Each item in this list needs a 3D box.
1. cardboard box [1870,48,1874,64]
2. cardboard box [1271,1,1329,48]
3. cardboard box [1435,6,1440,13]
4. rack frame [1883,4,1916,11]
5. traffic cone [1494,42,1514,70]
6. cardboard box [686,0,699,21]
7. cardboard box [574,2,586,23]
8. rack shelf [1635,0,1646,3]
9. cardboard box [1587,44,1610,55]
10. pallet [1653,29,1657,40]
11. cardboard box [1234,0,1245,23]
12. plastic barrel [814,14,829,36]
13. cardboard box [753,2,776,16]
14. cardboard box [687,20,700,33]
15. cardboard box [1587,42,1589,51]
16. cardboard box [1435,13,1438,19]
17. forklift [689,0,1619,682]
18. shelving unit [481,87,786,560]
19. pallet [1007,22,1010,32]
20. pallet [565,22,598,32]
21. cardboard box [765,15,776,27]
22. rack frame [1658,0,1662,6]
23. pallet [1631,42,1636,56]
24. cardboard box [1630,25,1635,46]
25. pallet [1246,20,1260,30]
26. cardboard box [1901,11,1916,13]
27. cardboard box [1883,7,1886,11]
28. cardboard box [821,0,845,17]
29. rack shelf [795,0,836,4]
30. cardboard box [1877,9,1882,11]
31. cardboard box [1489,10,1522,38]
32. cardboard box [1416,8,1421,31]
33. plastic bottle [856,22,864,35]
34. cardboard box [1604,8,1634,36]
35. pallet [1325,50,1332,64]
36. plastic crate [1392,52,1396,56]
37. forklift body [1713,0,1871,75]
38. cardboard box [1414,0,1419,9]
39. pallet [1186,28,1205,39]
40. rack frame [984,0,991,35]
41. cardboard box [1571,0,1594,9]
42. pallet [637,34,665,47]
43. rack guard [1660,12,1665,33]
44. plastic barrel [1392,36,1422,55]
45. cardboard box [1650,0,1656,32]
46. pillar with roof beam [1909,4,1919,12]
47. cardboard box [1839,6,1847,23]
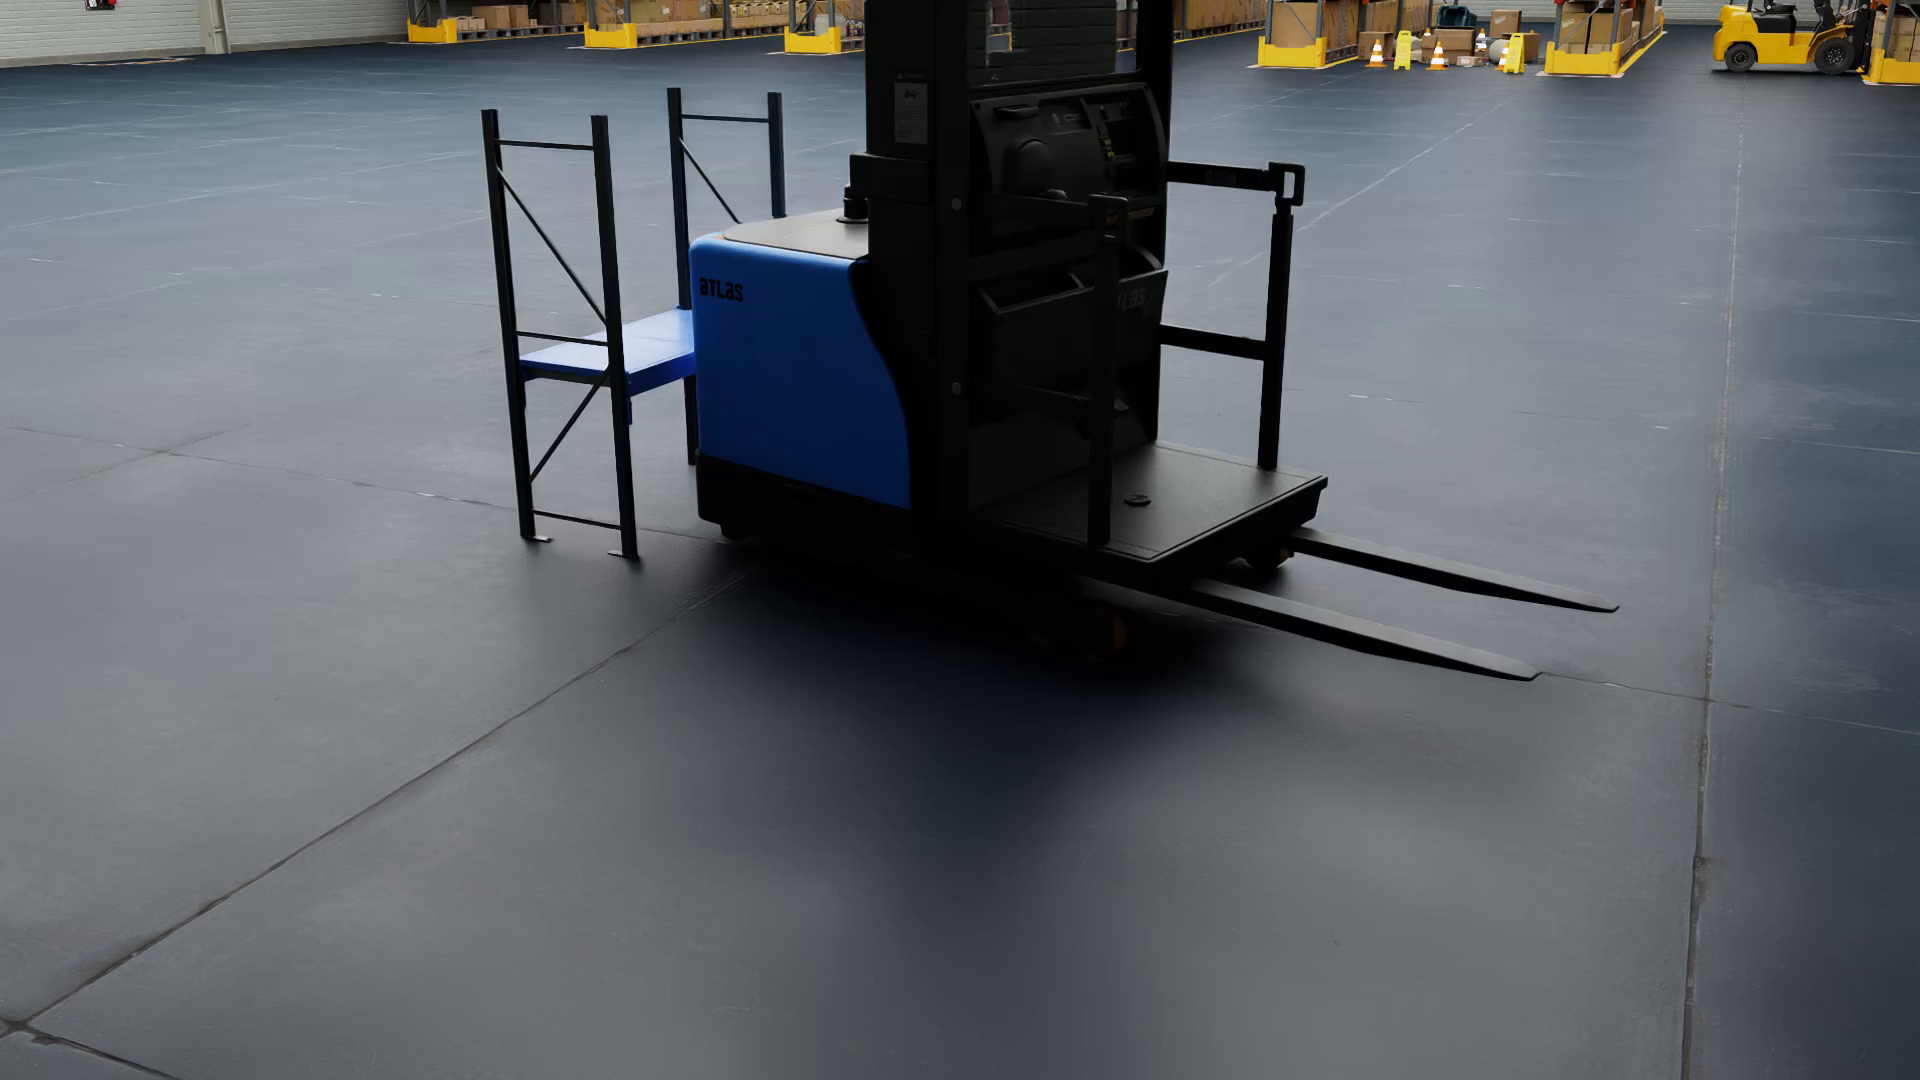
[{"bbox_3d":[15.201,-7.910,27.212,0.500,0.250,0.500,9,21,23],"label":"cardboard box"},{"bbox_3d":[6.215,-9.412,30.501,0.875,0.875,0.875,9,21,23],"label":"cardboard box"},{"bbox_3d":[11.732,-13.188,41.316,0.380,0.149,0.250,9,21,24],"label":"cardboard box"},{"bbox_3d":[18.361,-11.116,32.749,1.000,3.000,0.127,9,21,23],"label":"rack frame"},{"bbox_3d":[9.554,-8.464,29.077,0.336,0.463,0.334,9,21,23],"label":"traffic cone"},{"bbox_3d":[-6.291,-12.073,37.797,0.500,0.500,0.500,9,21,23],"label":"cardboard box"},{"bbox_3d":[-9.953,-13.394,42.227,0.700,0.500,0.500,8,21,22],"label":"cardboard box"},{"bbox_3d":[13.012,-10.846,33.062,1.077,0.370,4.000,9,21,23],"label":"rack shelf"},{"bbox_3d":[11.137,-8.461,28.761,0.500,0.250,0.500,8,21,22],"label":"cardboard box"},{"bbox_3d":[15.852,-11.927,39.190,1.003,0.211,1.213,9,21,23],"label":"pallet"},{"bbox_3d":[6.771,-13.766,42.745,0.875,0.875,0.875,9,21,23],"label":"cardboard box"},{"bbox_3d":[-2.805,-10.627,34.460,0.421,0.512,0.421,0,20,0],"label":"plastic barrel"},{"bbox_3d":[-4.859,-13.022,40.749,0.500,0.311,0.500,9,22,24],"label":"cardboard box"},{"bbox_3d":[-6.280,-11.718,37.917,0.500,0.250,0.500,9,21,23],"label":"cardboard box"},{"bbox_3d":[10.860,-8.694,29.415,0.500,0.250,0.500,9,21,23],"label":"cardboard box"},{"bbox_3d":[11.688,-13.061,41.401,0.380,0.149,0.250,10,22,25],"label":"cardboard box"},{"bbox_3d":[0.514,-1.218,5.020,3.031,2.935,1.130,15,25,37],"label":"forklift"},{"bbox_3d":[-1.121,-0.833,6.074,0.538,1.500,1.048,10,22,25],"label":"shelving unit"},{"bbox_3d":[1.057,-13.140,42.601,1.003,0.211,1.213,9,21,23],"label":"pallet"},{"bbox_3d":[-9.589,-13.271,42.969,1.003,0.211,1.213,9,21,23],"label":"pallet"},{"bbox_3d":[-4.864,-12.755,40.835,0.500,0.250,0.500,9,21,24],"label":"cardboard box"},{"bbox_3d":[17.107,-14.241,41.537,1.000,3.000,0.127,9,21,23],"label":"rack frame"},{"bbox_3d":[13.009,-9.872,33.412,1.003,0.211,1.213,9,21,23],"label":"pallet"},{"bbox_3d":[12.697,-9.914,32.664,0.950,0.372,0.625,10,22,26],"label":"cardboard box"},{"bbox_3d":[7.309,-13.661,44.066,1.003,0.211,1.213,9,21,23],"label":"pallet"},{"bbox_3d":[16.698,-9.090,29.036,0.500,0.250,0.500,9,21,24],"label":"cardboard box"},{"bbox_3d":[19.339,-10.961,34.449,0.380,0.149,0.250,9,21,23],"label":"cardboard box"},{"bbox_3d":[-3.380,-13.959,43.817,0.500,0.500,0.500,8,21,22],"label":"cardboard box"},{"bbox_3d":[-2.186,-11.662,35.358,1.077,0.370,4.000,9,21,23],"label":"rack shelf"},{"bbox_3d":[18.332,-10.627,33.511,0.380,0.149,0.250,7,21,20],"label":"cardboard box"},{"bbox_3d":[10.557,-9.987,32.175,0.500,0.500,0.500,9,21,23],"label":"cardboard box"},{"bbox_3d":[10.414,-12.113,38.657,0.500,0.500,0.500,8,21,22],"label":"cardboard box"},{"bbox_3d":[-2.182,-11.146,36.243,0.152,0.276,0.135,9,21,23],"label":"plastic bottle"},{"bbox_3d":[12.195,-9.611,30.875,0.500,0.500,0.500,8,21,22],"label":"cardboard box"},{"bbox_3d":[6.254,-8.940,30.792,1.003,0.211,1.213,9,21,23],"label":"pallet"},{"bbox_3d":[8.760,-9.691,32.852,0.662,0.188,0.450,-14,14,-33],"label":"plastic crate"},{"bbox_3d":[14.197,-9.101,28.348,2.313,2.155,1.214,9,21,23],"label":"forklift body"},{"bbox_3d":[10.199,-12.300,38.062,0.500,0.250,0.500,9,21,23],"label":"cardboard box"},{"bbox_3d":[5.181,-12.073,39.600,1.003,0.211,1.213,9,21,23],"label":"pallet"},{"bbox_3d":[0.271,-13.835,40.395,1.000,3.000,0.127,9,21,23],"label":"rack frame"},{"bbox_3d":[11.390,-9.804,30.449,0.380,0.149,0.250,9,22,25],"label":"cardboard box"},{"bbox_3d":[-7.247,-10.996,36.574,1.003,0.211,1.213,9,21,23],"label":"pallet"},{"bbox_3d":[17.117,-13.071,41.977,1.175,0.500,0.348,9,21,23],"label":"rack guard"},{"bbox_3d":[8.570,-9.450,31.910,0.421,0.421,0.512,-9,22,-24],"label":"plastic barrel"},{"bbox_3d":[15.288,-12.015,37.821,0.875,0.875,0.875,9,22,24],"label":"cardboard box"},{"bbox_3d":[17.179,-15.845,37.094,9.100,9.000,0.400,9,21,23],"label":"pillar with roof beam"},{"bbox_3d":[21.300,-12.409,39.484,0.797,0.503,0.637,8,21,21],"label":"cardboard box"}]
